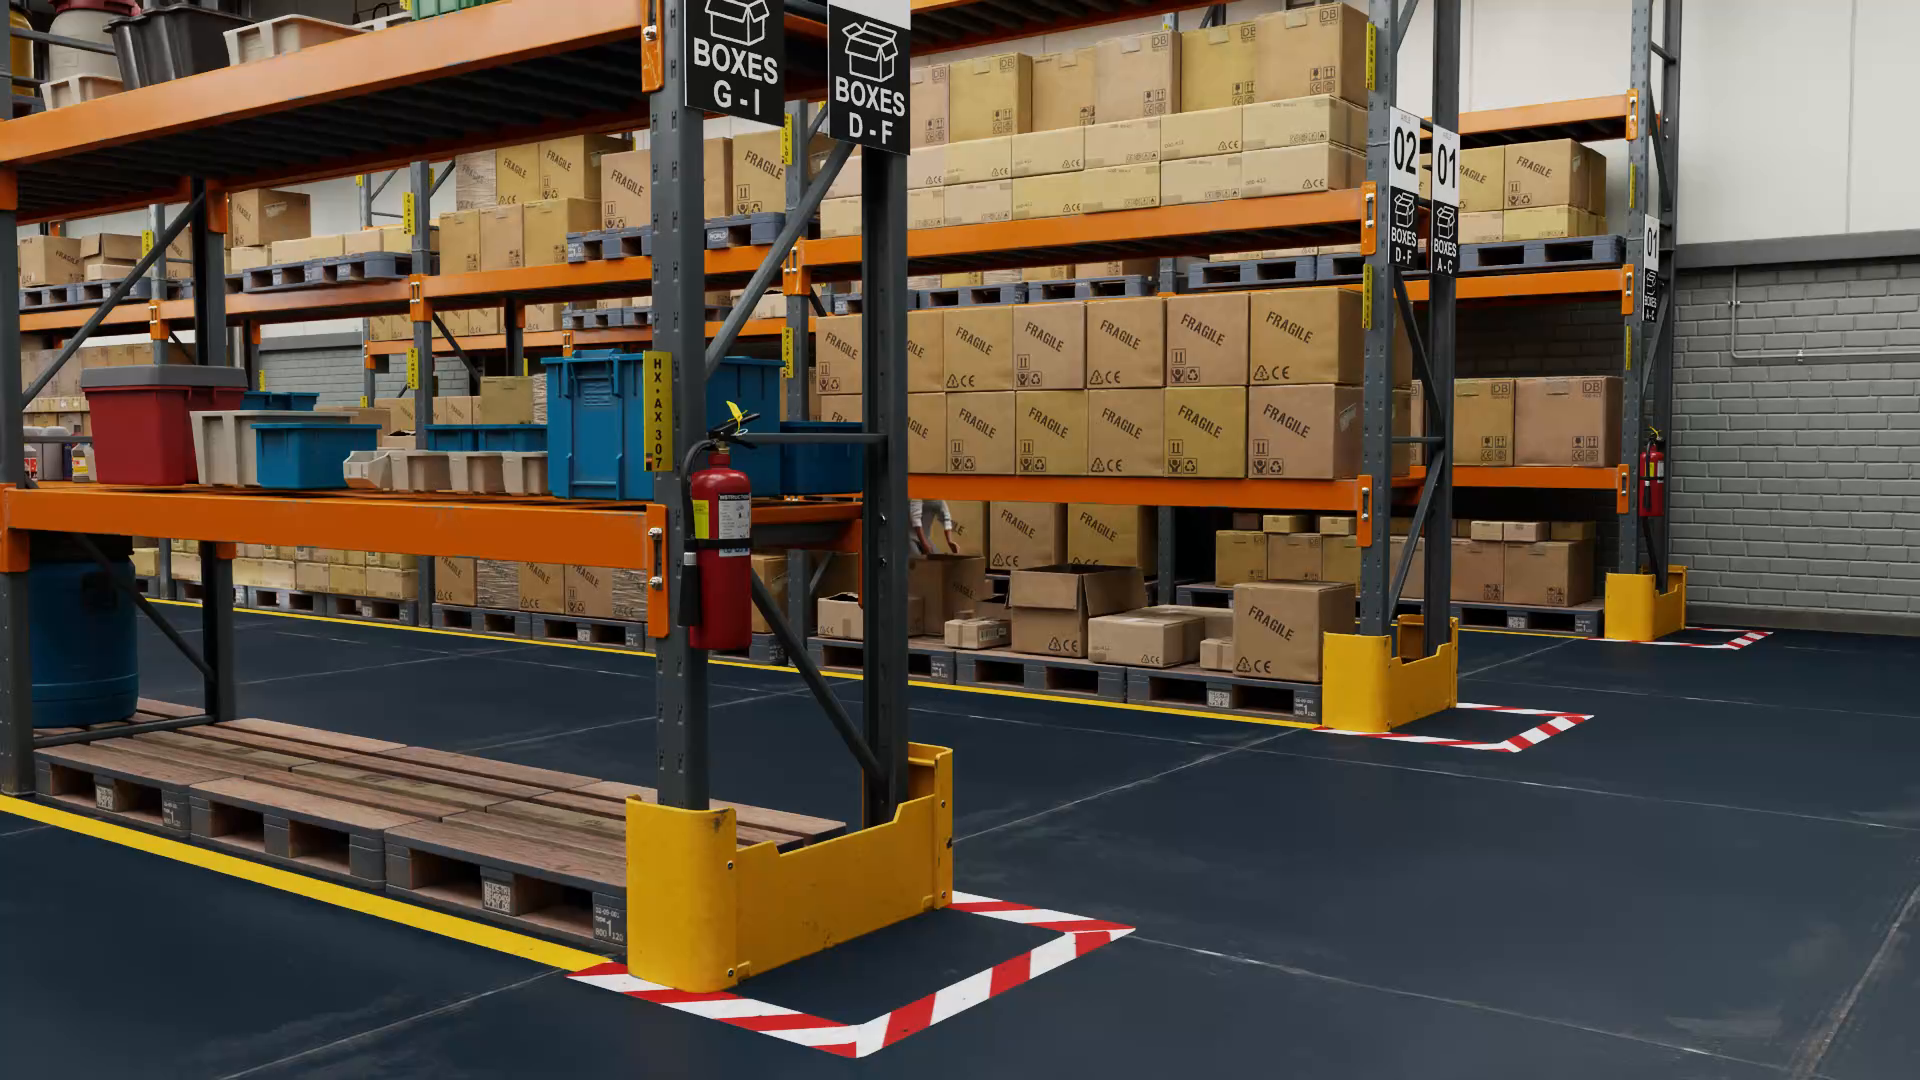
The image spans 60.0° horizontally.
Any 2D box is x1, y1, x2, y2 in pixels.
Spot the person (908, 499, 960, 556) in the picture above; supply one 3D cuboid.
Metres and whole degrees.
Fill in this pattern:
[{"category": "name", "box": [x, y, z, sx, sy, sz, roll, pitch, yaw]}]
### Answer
[{"category": "person", "box": [-0.271, 0.031, 12.886, 0.540, 1.429, 0.454, 3, 4, 37]}]
